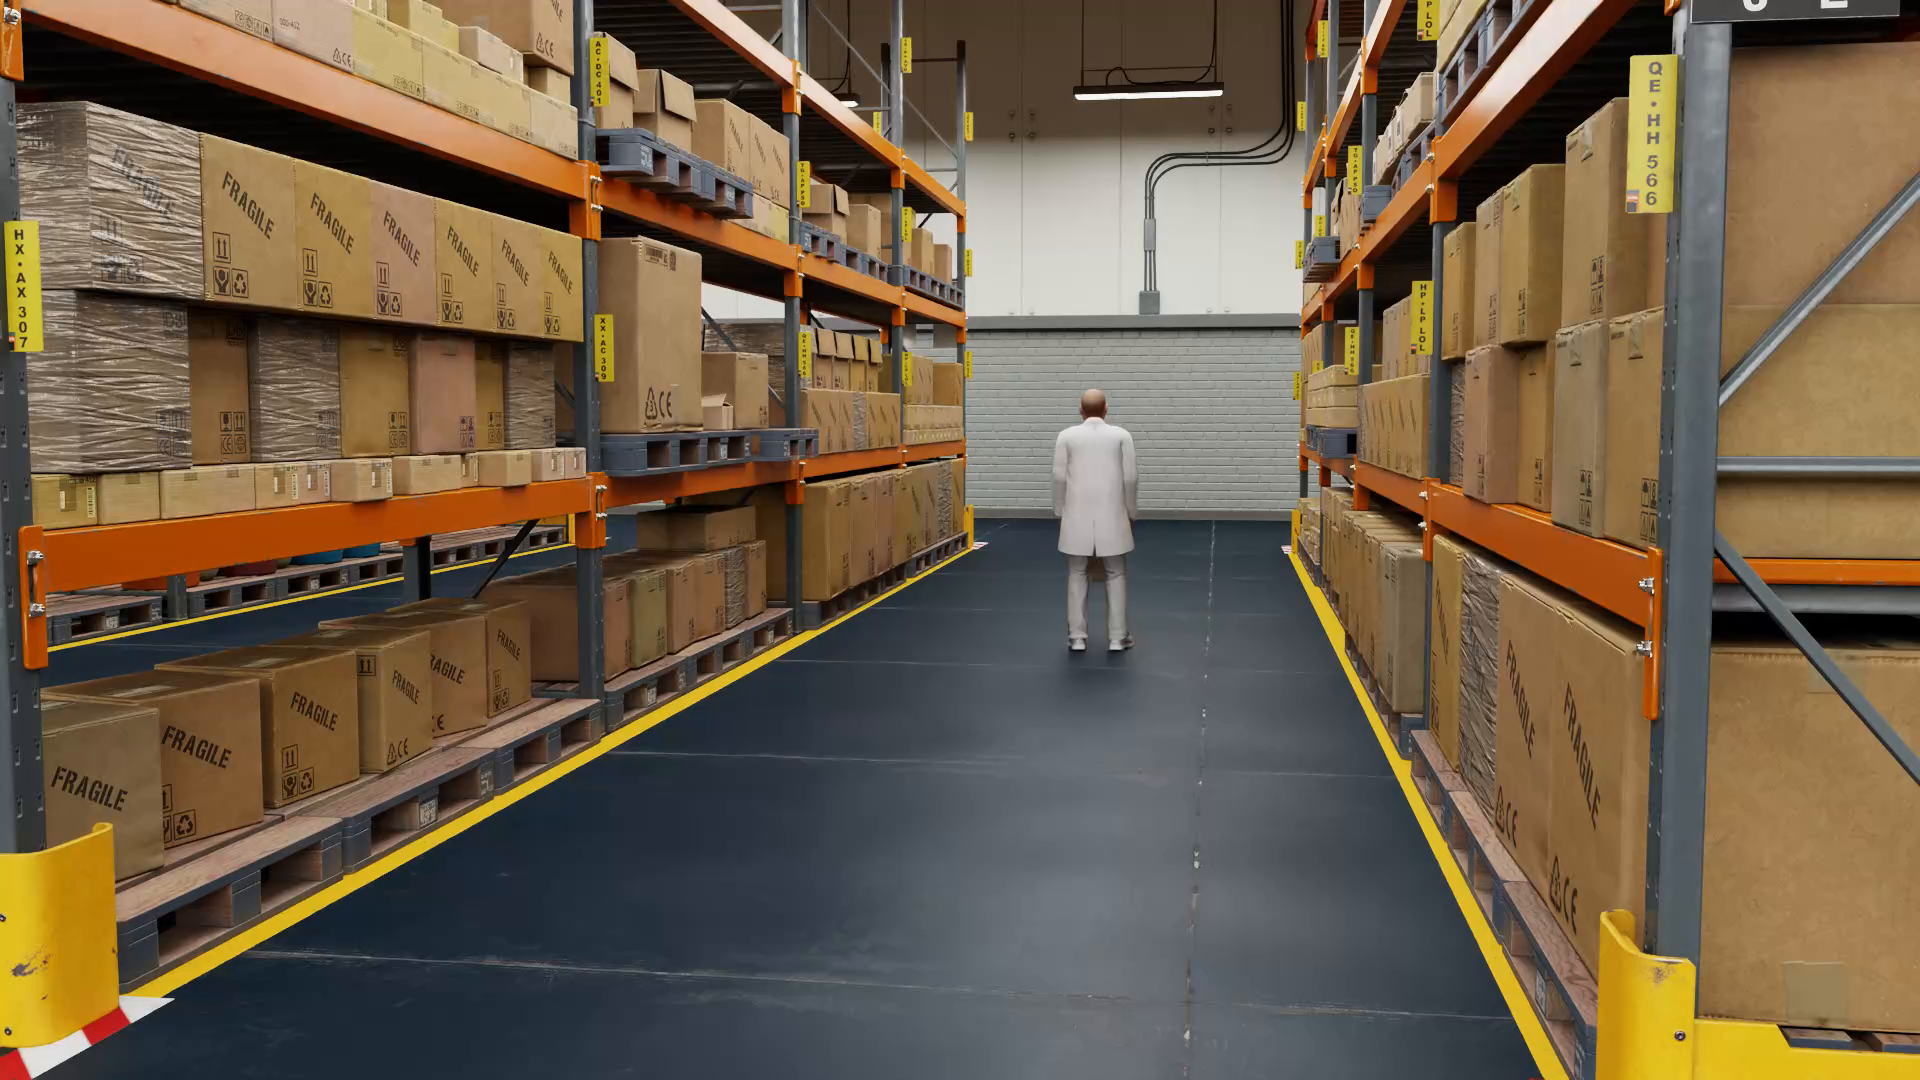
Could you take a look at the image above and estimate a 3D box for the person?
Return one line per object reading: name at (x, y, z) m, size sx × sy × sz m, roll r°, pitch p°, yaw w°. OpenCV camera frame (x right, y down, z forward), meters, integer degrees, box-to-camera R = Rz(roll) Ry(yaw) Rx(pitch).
person at (0.923, -0.139, 11.389) m, size 0.589 × 1.778 × 0.424 m, roll 1°, pitch 4°, yaw 7°
